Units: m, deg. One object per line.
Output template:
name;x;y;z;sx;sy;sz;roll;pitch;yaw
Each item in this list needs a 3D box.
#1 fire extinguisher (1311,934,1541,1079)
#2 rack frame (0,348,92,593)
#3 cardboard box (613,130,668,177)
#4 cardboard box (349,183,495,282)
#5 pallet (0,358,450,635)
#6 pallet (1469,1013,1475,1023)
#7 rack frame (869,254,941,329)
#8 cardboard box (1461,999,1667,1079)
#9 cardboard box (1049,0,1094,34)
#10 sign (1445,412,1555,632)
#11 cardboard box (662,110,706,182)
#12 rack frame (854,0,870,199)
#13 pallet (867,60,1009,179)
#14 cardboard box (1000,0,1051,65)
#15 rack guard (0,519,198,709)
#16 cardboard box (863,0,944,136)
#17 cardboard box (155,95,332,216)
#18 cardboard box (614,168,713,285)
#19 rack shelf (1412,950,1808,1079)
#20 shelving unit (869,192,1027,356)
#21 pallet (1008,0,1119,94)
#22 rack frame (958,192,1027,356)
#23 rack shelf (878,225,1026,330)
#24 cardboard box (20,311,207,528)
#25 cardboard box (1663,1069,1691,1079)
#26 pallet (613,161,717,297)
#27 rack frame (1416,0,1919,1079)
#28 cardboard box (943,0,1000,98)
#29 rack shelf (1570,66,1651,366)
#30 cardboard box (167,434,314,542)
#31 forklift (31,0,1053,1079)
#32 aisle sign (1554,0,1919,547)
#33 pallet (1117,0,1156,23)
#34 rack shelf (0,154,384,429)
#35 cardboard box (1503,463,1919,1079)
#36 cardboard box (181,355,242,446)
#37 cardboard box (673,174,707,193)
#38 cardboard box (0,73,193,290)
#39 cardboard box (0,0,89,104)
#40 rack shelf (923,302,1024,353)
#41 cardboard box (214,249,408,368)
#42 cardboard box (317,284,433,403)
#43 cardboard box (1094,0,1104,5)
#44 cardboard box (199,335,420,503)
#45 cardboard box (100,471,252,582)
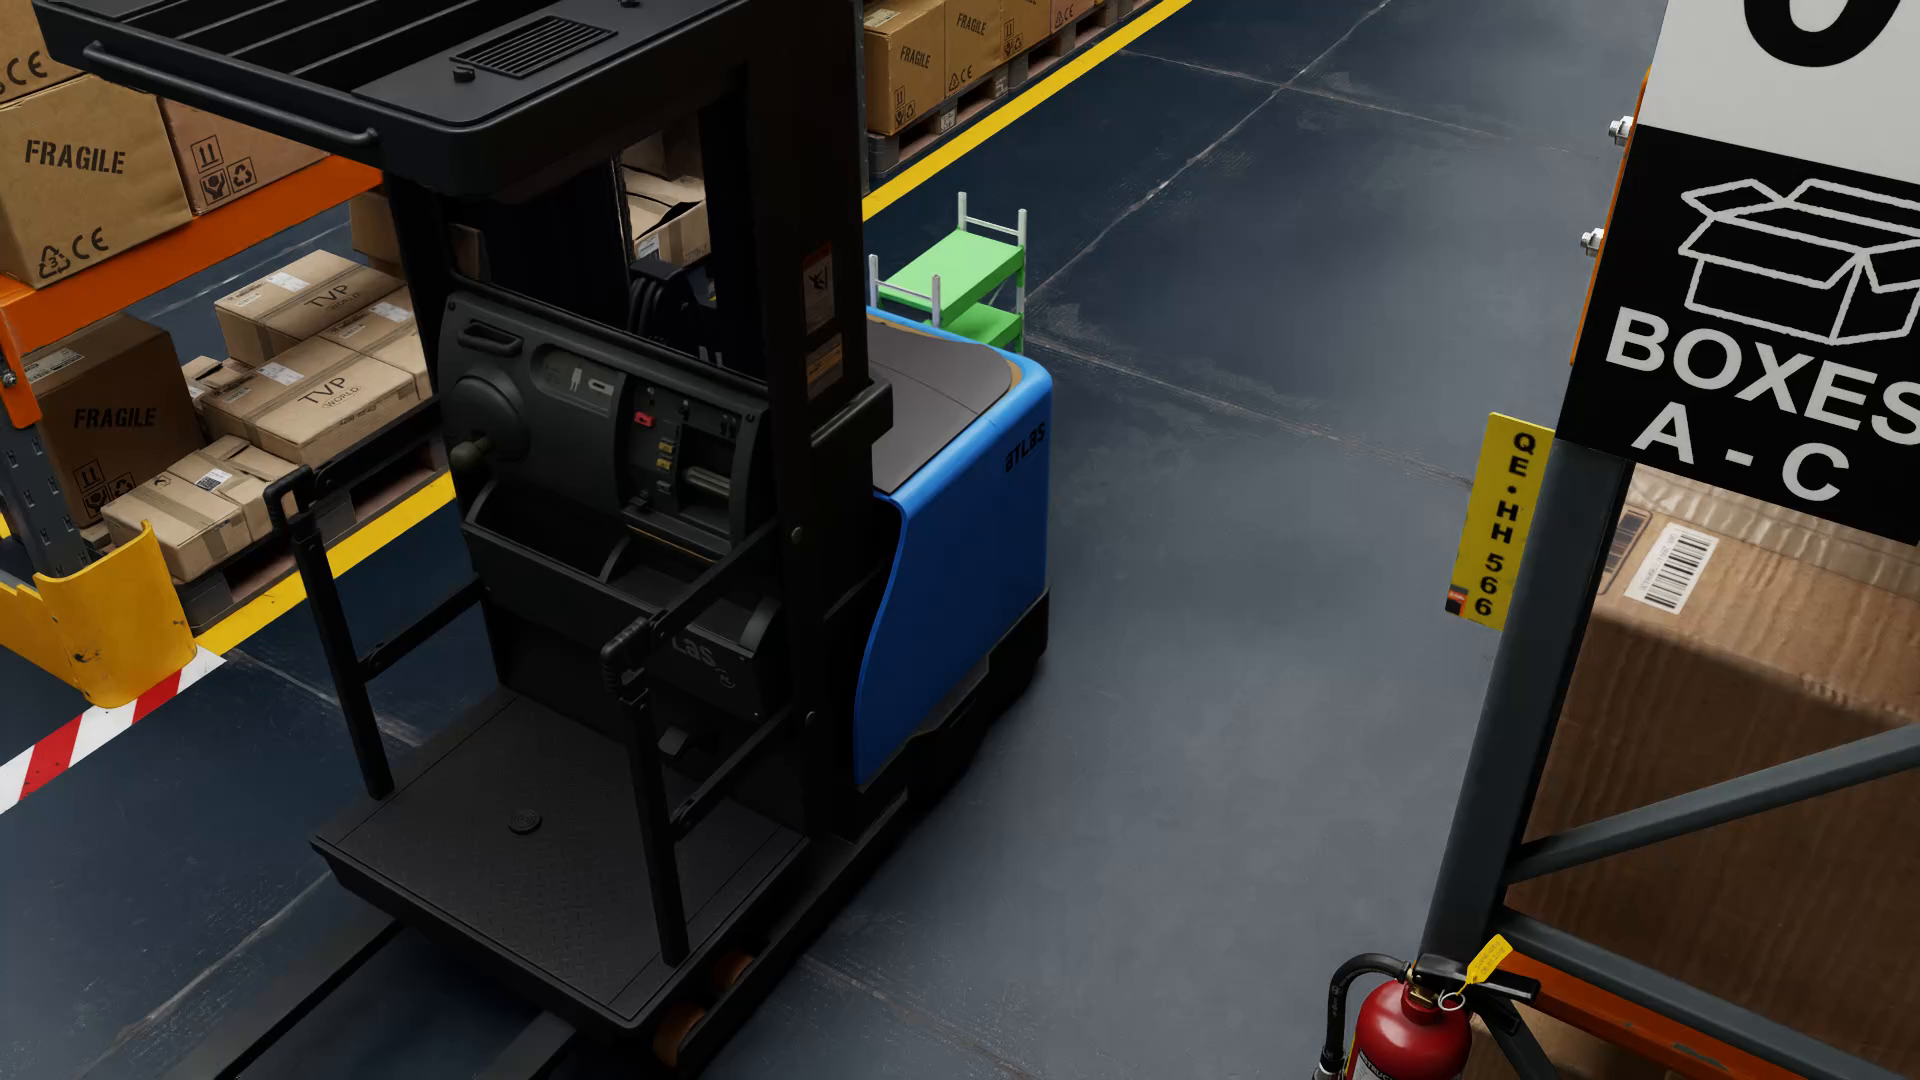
fire extinguisher;0.691;0.826;2.590;0.296;0.674;0.183;21;42;25
rack frame;-3.024;-0.897;4.457;1.000;3.000;0.127;21;42;25
cardboard box;-1.288;-1.923;7.630;0.500;0.311;0.500;21;42;25
cardboard box;-1.883;-1.175;6.501;0.797;0.503;0.637;21;42;25
pallet;-2.557;-0.243;5.893;1.003;0.211;1.213;21;42;25
pallet;1.523;1.388;3.777;1.003;0.211;1.213;21;42;25
rack frame;-0.162;-0.320;5.182;0.240;1.200;0.015;21;42;25
cardboard box;1.452;1.151;3.503;0.700;0.500;0.500;21;42;25
cardboard box;0.406;-3.107;9.011;0.500;0.500;0.500;20;42;23
sign;0.710;-0.016;2.171;0.100;0.325;0.005;21;42;25
cardboard box;-0.946;-1.757;7.259;0.500;0.500;0.500;21;42;25
rack frame;-0.881;-2.959;7.132;1.000;3.000;0.127;21;42;25
pallet;-0.477;-2.287;8.543;1.003;0.211;1.213;21;42;25
cardboard box;0.135;-2.847;8.673;0.500;0.500;0.500;22;43;26
rack guard;-2.983;0.054;5.271;1.175;0.500;0.348;21;42;25
cardboard box;-0.416;-2.313;7.981;0.500;0.500;0.500;19;42;23
cardboard box;-2.291;-1.347;4.959;0.500;0.500;0.500;21;42;25
cardboard box;-1.348;-1.296;6.816;0.500;0.311;0.500;21;42;25
rack shelf;2.233;-0.025;3.915;1.077;0.370;4.000;21;42;25
shelving unit;-0.031;-0.446;5.345;0.258;1.200;0.503;21;42;25
pallet;0.176;-2.918;9.362;1.003;0.211;1.213;21;42;25
rack frame;0.100;-0.572;5.509;0.240;1.200;0.015;21;42;25
rack shelf;-0.031;-0.775;5.091;0.258;0.148;0.480;21;42;25
cardboard box;-2.940;-0.442;5.554;0.500;0.500;0.500;21;42;25
cardboard box;1.554;1.024;3.137;0.380;0.149;0.250;21;43;25
pallet;-1.249;-1.501;7.525;1.003;0.211;1.213;21;42;25
rack frame;1.158;0.720;2.359;0.949;2.616;0.053;21;42;25
cardboard box;-0.139;-2.592;8.342;0.500;0.500;0.500;22;43;26
rack shelf;2.233;-1.213;2.999;1.077;0.370;4.000;21;42;25
cardboard box;-2.375;-0.182;5.489;0.380;0.166;0.250;21;42;25
forklift;-0.939;-0.196;3.604;1.130;2.935;3.031;21;42;25
aisle sign;0.869;-0.369;1.643;0.394;0.787;0.004;21;42;25
pallet;0.831;-3.544;10.175;1.003;0.211;1.213;21;42;25
rack shelf;-1.952;-1.643;6.014;1.077;0.370;4.000;21;42;25
cardboard box;1.426;0.336;2.611;0.980;0.700;0.700;23;43;27
cardboard box;-2.647;-0.490;5.889;0.380;0.166;0.250;21;42;25
cardboard box;-1.097;-1.405;7.090;0.380;0.149;0.250;21;42;25
cardboard box;-2.563;-1.079;4.611;0.500;0.500;0.500;22;43;26
cardboard box;-2.563;-1.475;4.306;0.500;0.500;0.500;23;43;26
rack shelf;-0.031;-0.585;5.238;0.258;0.148;0.480;21;42;25
cardboard box;-2.406;-0.823;6.253;0.500;0.250;0.500;21;42;25
cardboard box;-1.957;-0.686;6.074;0.500;0.250;0.500;21;42;25
cardboard box;0.682;-3.380;9.365;0.500;0.500;0.500;20;42;24
cardboard box;-2.225;-0.428;5.740;0.500;0.250;0.500;21;42;25
cardboard box;-2.509;-0.046;5.327;0.380;0.149;0.250;21;42;25
